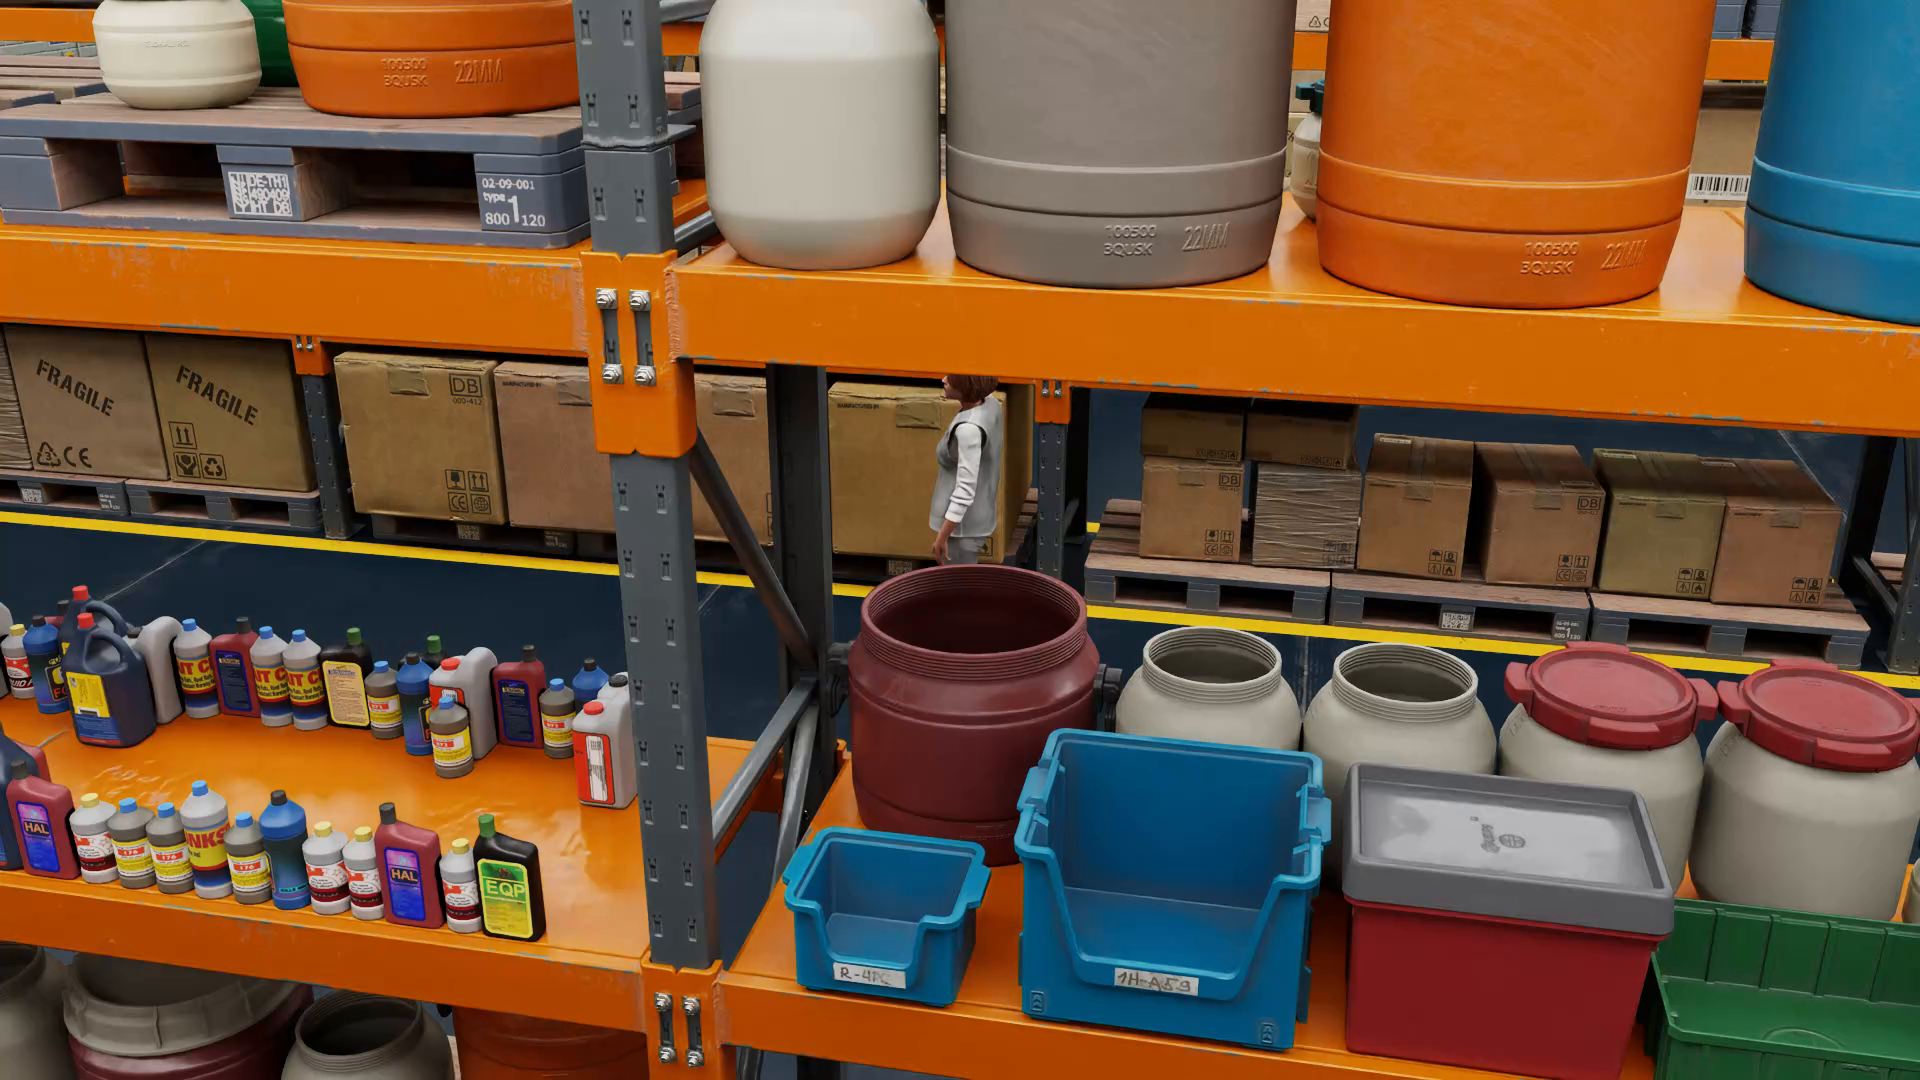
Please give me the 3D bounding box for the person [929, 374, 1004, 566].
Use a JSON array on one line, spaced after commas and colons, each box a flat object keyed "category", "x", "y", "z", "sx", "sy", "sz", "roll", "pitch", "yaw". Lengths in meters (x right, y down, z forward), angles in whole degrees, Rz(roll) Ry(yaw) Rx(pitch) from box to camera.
[{"category": "person", "x": -0.058, "y": -0.072, "z": 7.254, "sx": 0.474, "sy": 1.598, "sz": 0.519, "roll": 4, "pitch": 22, "yaw": 11}]
